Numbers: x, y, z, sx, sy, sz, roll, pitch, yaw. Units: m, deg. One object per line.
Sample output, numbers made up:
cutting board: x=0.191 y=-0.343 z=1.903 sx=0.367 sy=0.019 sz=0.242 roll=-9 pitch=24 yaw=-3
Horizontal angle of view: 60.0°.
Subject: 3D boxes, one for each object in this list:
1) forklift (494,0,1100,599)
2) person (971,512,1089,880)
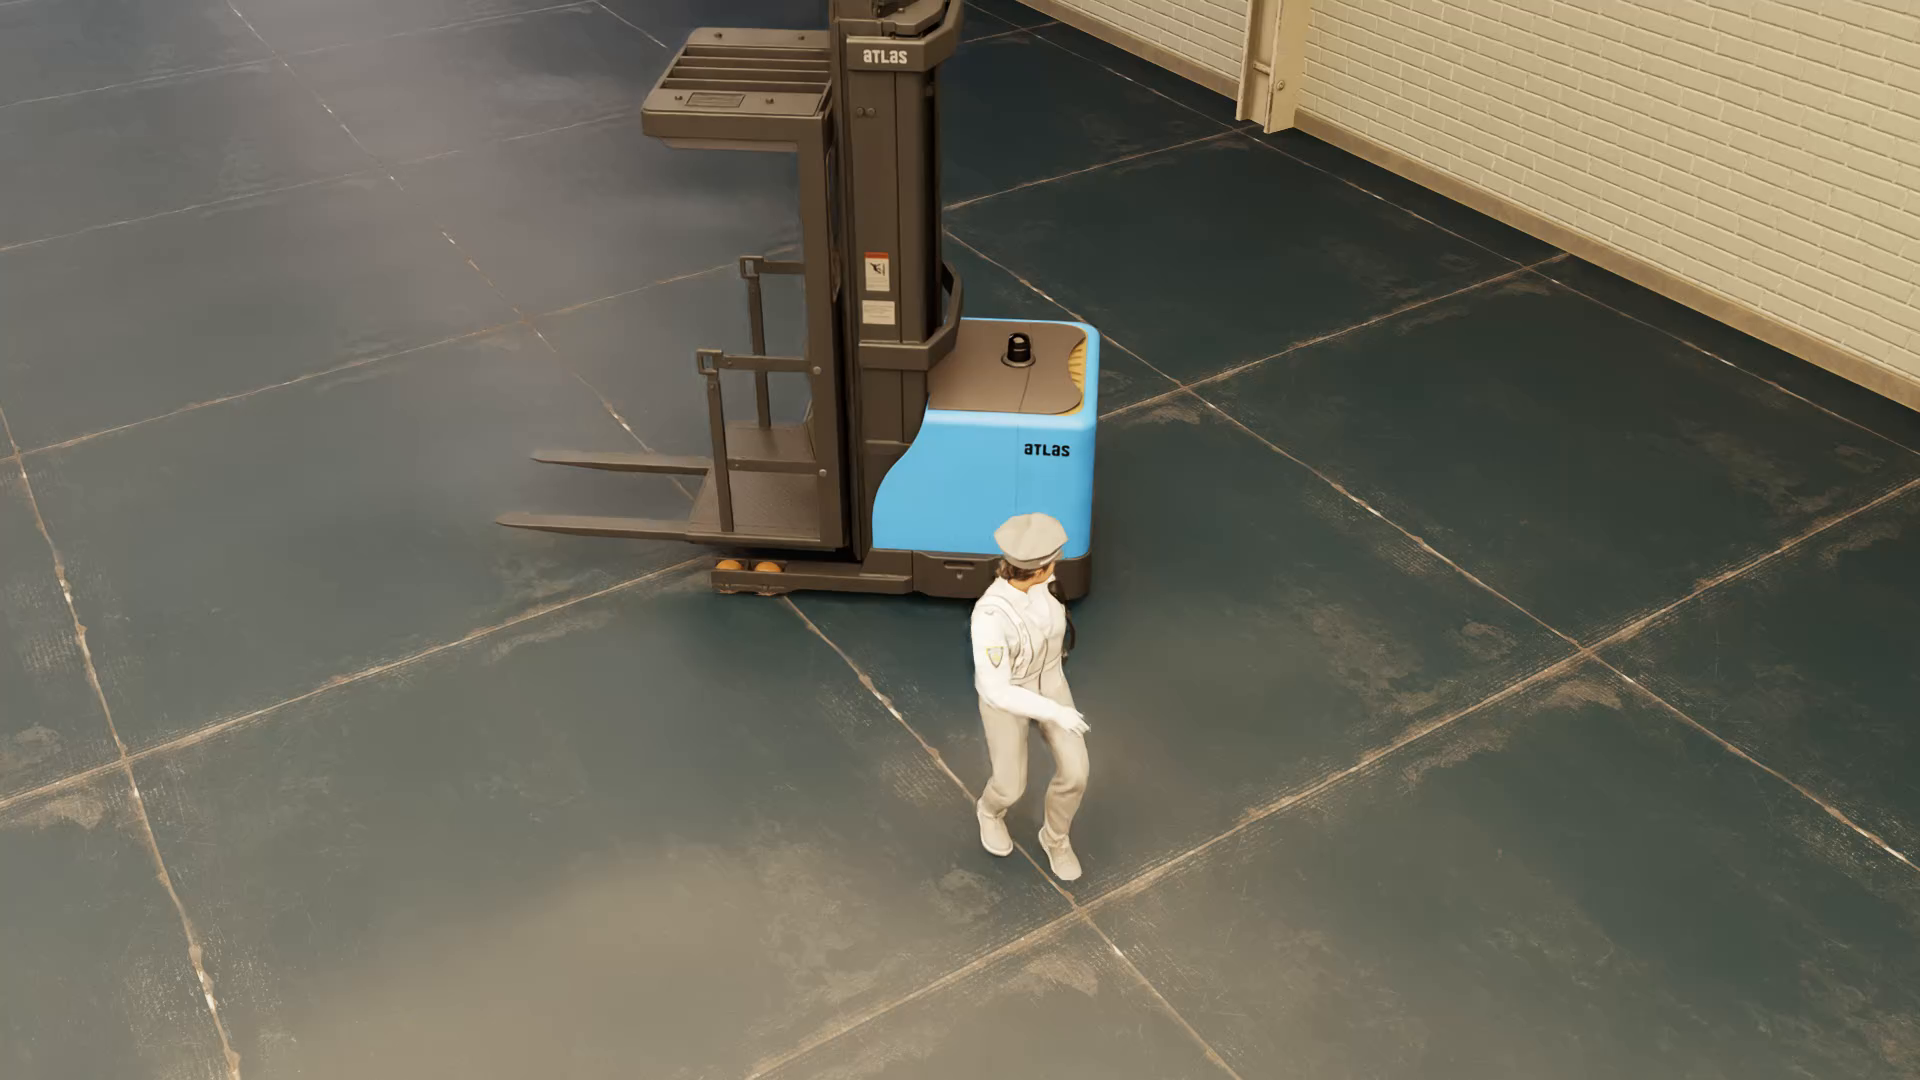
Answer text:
forklift: x=-0.829 y=-1.221 z=7.886 sx=3.031 sy=2.935 sz=1.130 roll=3 pitch=35 yaw=4
person: x=0.244 y=0.614 z=6.482 sx=0.577 sy=1.664 sz=0.734 roll=-22 pitch=40 yaw=-28
